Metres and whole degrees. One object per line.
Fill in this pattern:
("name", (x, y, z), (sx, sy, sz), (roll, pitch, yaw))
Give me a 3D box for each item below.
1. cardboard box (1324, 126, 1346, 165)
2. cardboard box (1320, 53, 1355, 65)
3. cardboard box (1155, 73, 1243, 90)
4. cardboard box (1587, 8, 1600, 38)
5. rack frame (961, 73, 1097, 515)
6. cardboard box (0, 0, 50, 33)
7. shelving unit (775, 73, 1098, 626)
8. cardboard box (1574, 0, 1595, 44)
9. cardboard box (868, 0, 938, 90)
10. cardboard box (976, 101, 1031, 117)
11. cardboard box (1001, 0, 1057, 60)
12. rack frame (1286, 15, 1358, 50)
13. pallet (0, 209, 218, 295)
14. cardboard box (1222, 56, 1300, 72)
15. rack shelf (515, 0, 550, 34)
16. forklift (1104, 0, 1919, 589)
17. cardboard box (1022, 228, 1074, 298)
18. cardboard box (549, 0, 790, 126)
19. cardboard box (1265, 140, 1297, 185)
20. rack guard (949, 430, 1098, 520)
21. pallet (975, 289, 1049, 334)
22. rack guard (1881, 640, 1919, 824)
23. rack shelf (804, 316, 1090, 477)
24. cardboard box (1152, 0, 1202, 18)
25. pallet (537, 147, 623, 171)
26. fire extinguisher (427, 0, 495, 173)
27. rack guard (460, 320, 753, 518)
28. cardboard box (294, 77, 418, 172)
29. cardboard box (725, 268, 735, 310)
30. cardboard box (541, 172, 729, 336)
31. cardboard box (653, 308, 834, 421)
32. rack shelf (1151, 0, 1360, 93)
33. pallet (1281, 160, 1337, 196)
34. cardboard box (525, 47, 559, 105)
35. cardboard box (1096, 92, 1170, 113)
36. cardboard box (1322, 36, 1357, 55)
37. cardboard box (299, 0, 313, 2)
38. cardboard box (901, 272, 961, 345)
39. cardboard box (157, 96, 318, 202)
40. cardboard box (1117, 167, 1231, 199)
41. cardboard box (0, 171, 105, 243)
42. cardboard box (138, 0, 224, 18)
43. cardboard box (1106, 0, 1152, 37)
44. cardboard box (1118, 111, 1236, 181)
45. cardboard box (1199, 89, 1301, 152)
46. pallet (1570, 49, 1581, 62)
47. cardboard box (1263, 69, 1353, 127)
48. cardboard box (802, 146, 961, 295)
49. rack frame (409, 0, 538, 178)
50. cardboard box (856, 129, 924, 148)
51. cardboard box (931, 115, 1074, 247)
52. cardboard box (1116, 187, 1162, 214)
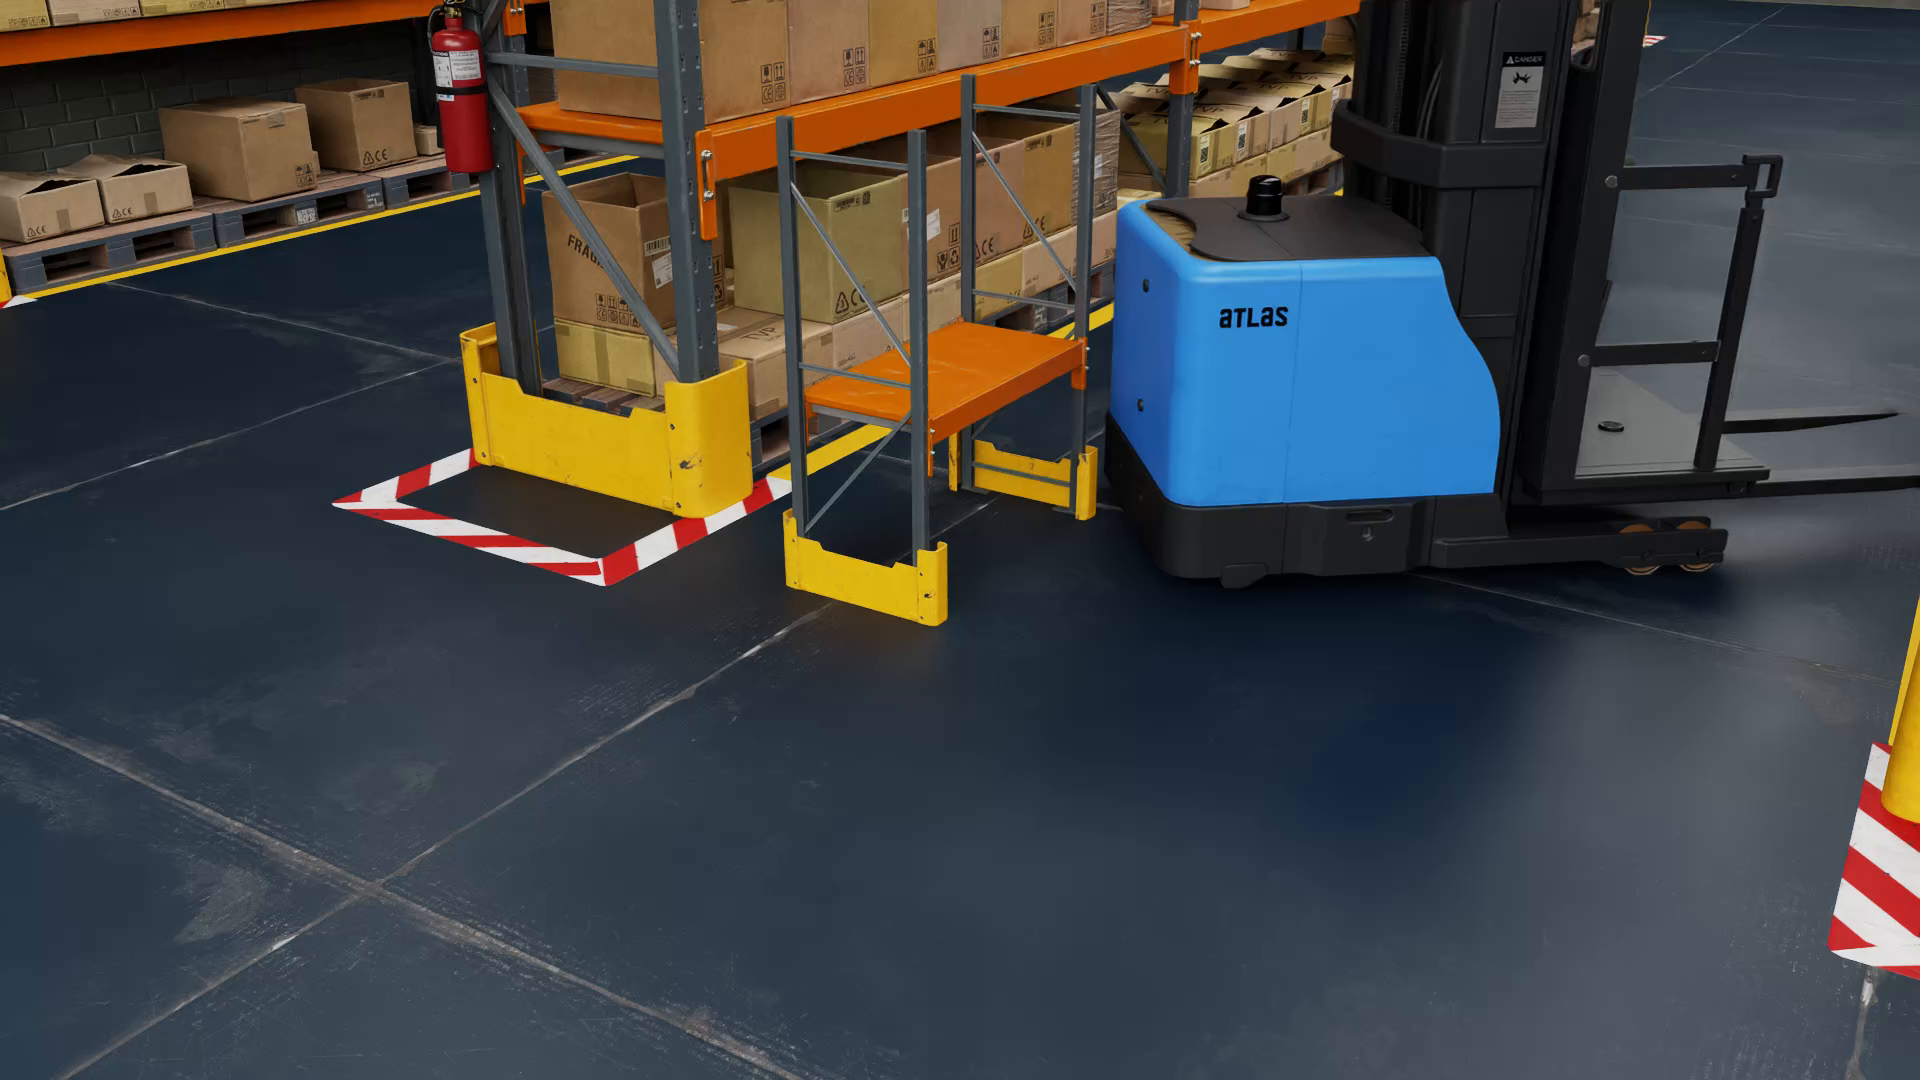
("cardboard box", (2.298, -2.690, 11.121), (0.500, 0.250, 0.500), (15, 27, 30))
("cardboard box", (2.838, -3.292, 11.805), (0.500, 0.311, 0.500), (15, 27, 30))
("cardboard box", (1.568, -2.881, 10.855), (0.500, 0.311, 0.500), (13, 27, 28))
("cardboard box", (6.521, -5.423, 17.408), (0.500, 0.250, 0.500), (14, 27, 29))
("rack frame", (0.223, -0.831, 5.782), (0.500, 1.500, 0.032), (14, 27, 29))
("cardboard box", (-4.998, -2.707, 8.391), (0.500, 0.250, 0.500), (13, 27, 27))
("shelving unit", (-0.040, -0.663, 5.393), (0.587, 1.500, 1.083), (14, 27, 29))
("cardboard box", (6.002, -5.373, 16.975), (0.797, 0.503, 0.637), (14, 27, 29))
("cardboard box", (-0.518, -2.177, 6.878), (0.700, 0.500, 0.500), (14, 27, 29))
("cardboard box", (0.027, -1.996, 8.573), (0.500, 0.500, 0.500), (14, 27, 29))
("cardboard box", (0.026, -2.529, 7.690), (0.700, 0.500, 0.500), (14, 27, 30))
("rack frame", (2.905, -4.332, 11.981), (1.000, 3.000, 0.127), (14, 27, 29))
("pallet", (-5.027, -1.681, 9.368), (1.003, 0.211, 1.213), (14, 27, 29))
("cardboard box", (2.109, -3.226, 11.653), (0.500, 0.311, 0.500), (13, 27, 28))
("rack shelf", (-2.360, -4.364, 12.960), (1.077, 0.370, 4.000), (14, 27, 29))
("forklift", (2.088, -1.434, 5.373), (3.031, 2.935, 1.130), (-3, 24, -7))
("cardboard box", (0.213, -1.372, 8.076), (0.500, 0.250, 0.500), (14, 27, 29))
("cardboard box", (-1.058, -1.833, 6.082), (0.700, 0.500, 0.500), (14, 27, 29))
("cardboard box", (1.760, -2.345, 10.323), (0.500, 0.250, 0.500), (13, 27, 27))
("rack guard", (0.222, -0.257, 6.029), (0.587, 0.250, 0.087), (14, 27, 29))
("pallet", (-0.303, -1.029, 7.862), (1.003, 0.211, 1.213), (14, 27, 29))
("rack guard", (2.891, 0.519, 3.922), (1.175, 0.500, 0.348), (14, 27, 29))
("rack shelf", (-0.045, -0.494, 5.457), (0.538, 0.185, 1.000), (14, 27, 29))
("cardboard box", (1.018, -3.088, 9.297), (0.500, 0.250, 0.500), (16, 28, 32))
("pallet", (-3.006, -3.002, 12.419), (1.003, 0.211, 1.213), (14, 27, 29))
("fire extinguisher", (-1.772, -1.654, 5.892), (0.296, 0.674, 0.183), (14, 27, 29))
("rack guard", (-1.328, -0.477, 6.222), (1.175, 0.500, 0.348), (14, 27, 29))
("cardboard box", (-3.929, -2.715, 10.838), (0.500, 0.500, 0.500), (12, 26, 25))
("cardboard box", (-1.030, -0.977, 7.163), (0.500, 0.250, 0.500), (14, 27, 29))
("cardboard box", (-1.285, -1.150, 6.620), (0.500, 0.500, 0.500), (14, 27, 29))
("cardboard box", (-0.843, -0.697, 6.517), (0.500, 0.250, 0.500), (14, 27, 29))
("rack shelf", (1.850, -3.327, 10.565), (1.077, 0.370, 4.000), (14, 27, 29))
("pallet", (1.793, -2.372, 10.965), (1.003, 0.211, 1.213), (14, 27, 29))
("cardboard box", (-3.041, -3.325, 12.248), (0.700, 0.500, 0.500), (15, 28, 31))
("cardboard box", (1.034, -2.544, 10.077), (0.500, 0.311, 0.500), (15, 27, 30))
("cardboard box", (3.199, -3.752, 13.233), (0.500, 0.500, 0.500), (15, 28, 31))
("cardboard box", (-3.930, -3.396, 9.983), (0.500, 0.250, 0.500), (14, 27, 29))
("cardboard box", (-0.318, -1.035, 7.298), (0.500, 0.250, 0.500), (14, 27, 29))
("cardboard box", (-4.354, -2.368, 10.036), (0.700, 0.500, 0.500), (12, 26, 26))
("cardboard box", (1.218, -1.997, 9.520), (0.500, 0.250, 0.500), (13, 27, 28))
("cardboard box", (-5.084, -1.851, 9.081), (0.500, 0.311, 0.500), (11, 26, 23))
("cardboard box", (-4.463, -3.056, 9.197), (0.500, 0.250, 0.500), (13, 27, 28))
("cardboard box", (0.566, -2.877, 8.493), (0.700, 0.500, 0.500), (13, 27, 28))
("cardboard box", (1.225, -2.257, 9.415), (0.500, 0.311, 0.500), (14, 27, 29))
("cardboard box", (1.765, -2.600, 10.207), (0.500, 0.311, 0.500), (13, 27, 27))
("pallet", (5.378, -4.634, 16.188), (1.003, 0.211, 1.213), (14, 27, 29))
("cardboard box", (2.301, -2.945, 11.004), (0.500, 0.311, 0.500), (14, 27, 29))
("cardboard box", (-0.328, -1.382, 7.155), (0.500, 0.500, 0.500), (14, 27, 29))
("rack frame", (-3.415, -4.019, 11.257), (1.000, 3.000, 0.127), (14, 27, 29))
("cardboard box", (-0.505, -1.659, 7.796), (0.500, 0.500, 0.500), (14, 27, 29))
("cardboard box", (0.202, -1.719, 7.933), (0.500, 0.500, 0.500), (14, 27, 29))
("cardboard box", (0.736, -1.710, 8.858), (0.500, 0.250, 0.500), (14, 27, 29))
